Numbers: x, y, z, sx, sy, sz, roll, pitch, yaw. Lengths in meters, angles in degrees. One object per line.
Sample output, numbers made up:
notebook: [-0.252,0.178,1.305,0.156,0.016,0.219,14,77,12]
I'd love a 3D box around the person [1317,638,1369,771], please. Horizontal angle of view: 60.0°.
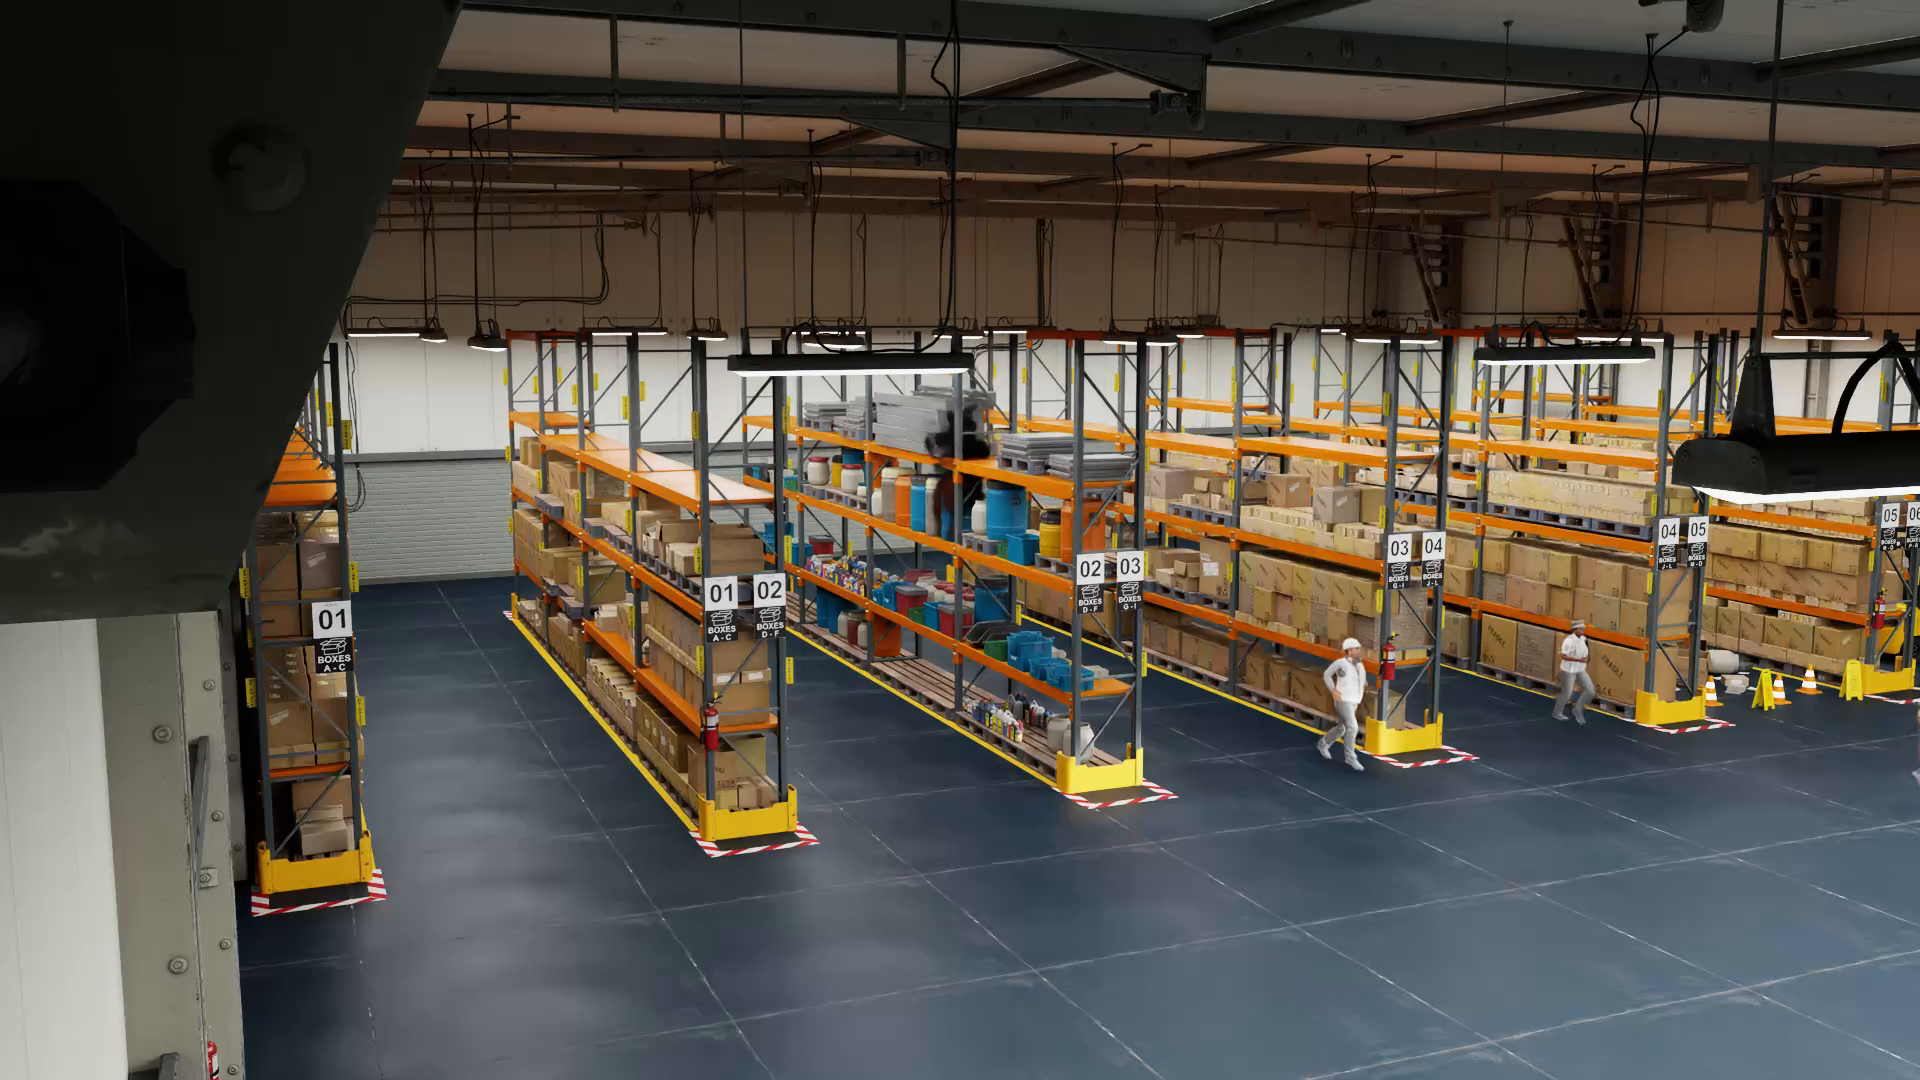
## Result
person: [5.477,2.273,23.482,0.812,1.789,0.645,8,11,44]

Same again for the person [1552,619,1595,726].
person: [9.473,2.031,25.657,0.588,1.675,0.740,-4,9,-26]

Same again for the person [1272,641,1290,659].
person: [5.925,1.376,30.483,0.624,1.694,0.680,-3,8,-23]
